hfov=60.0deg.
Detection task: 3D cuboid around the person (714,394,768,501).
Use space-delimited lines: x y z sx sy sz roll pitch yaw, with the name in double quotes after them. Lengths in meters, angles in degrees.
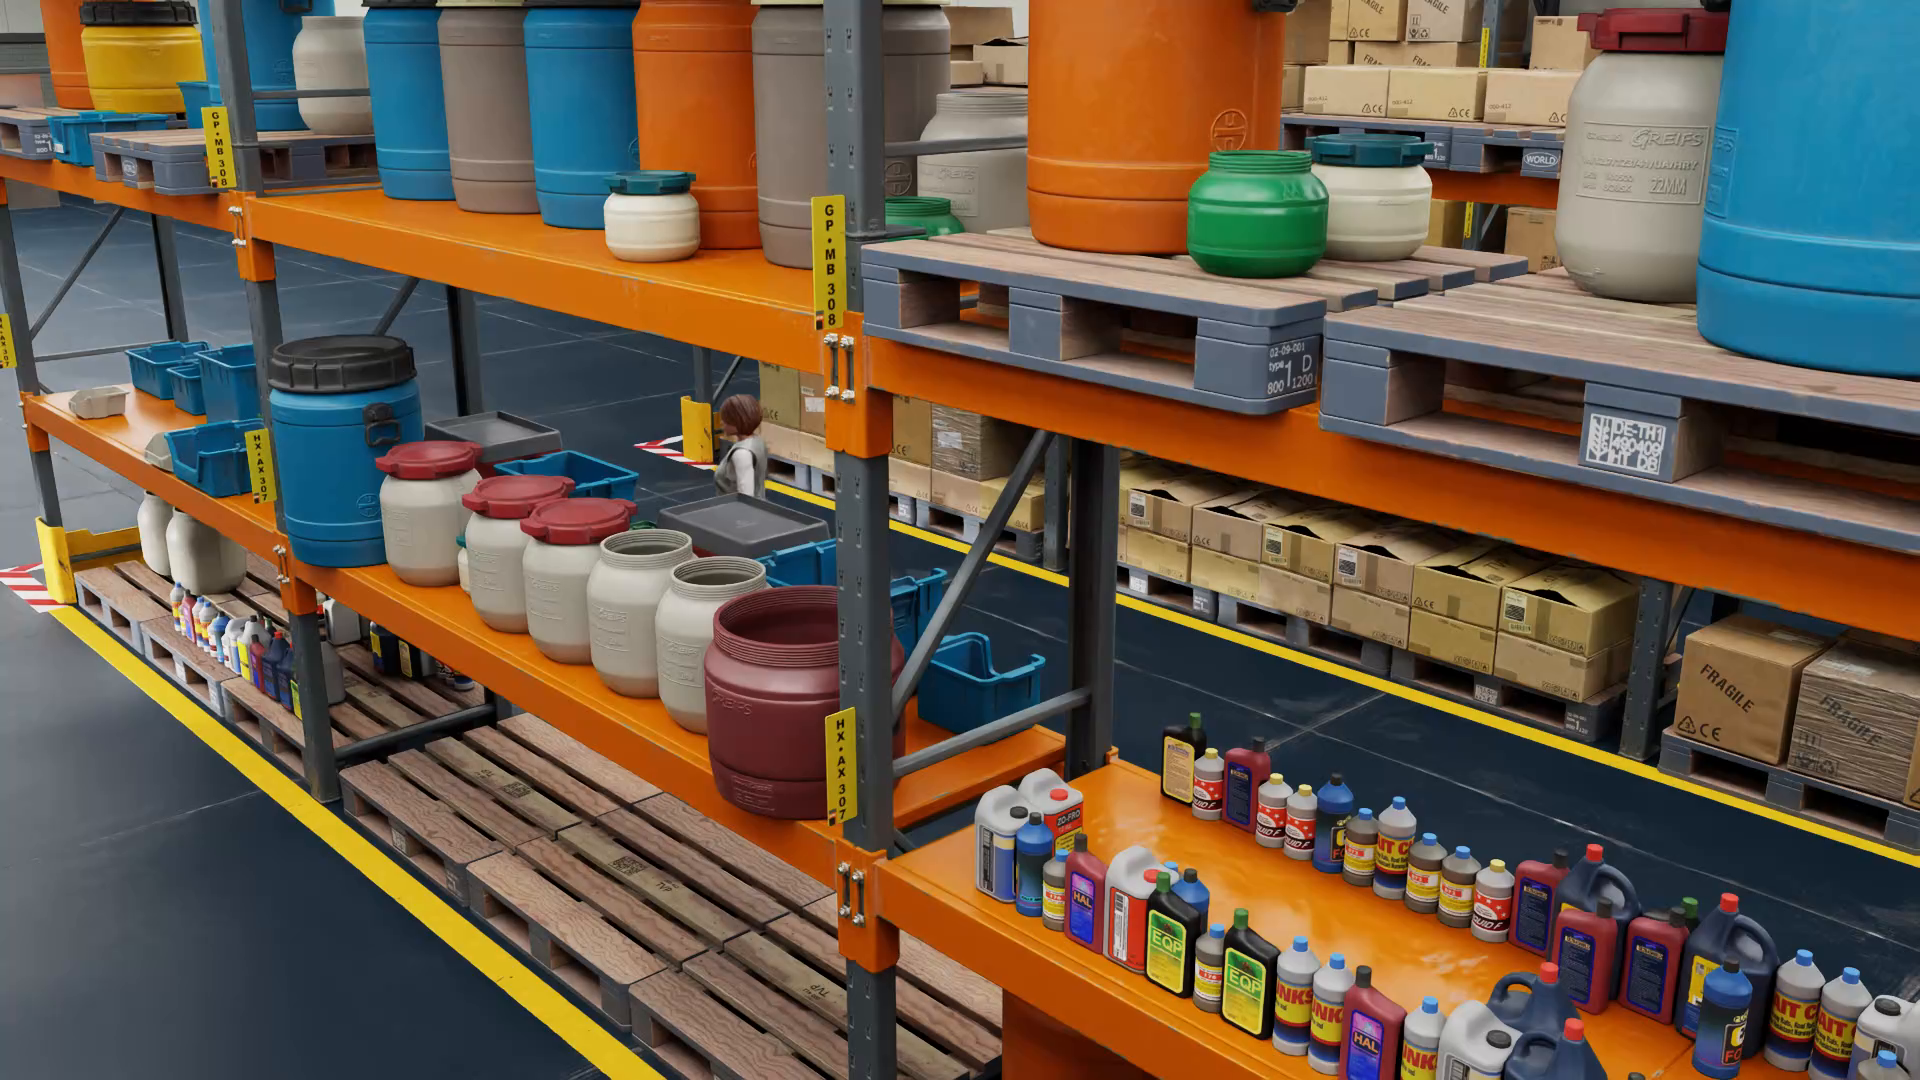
-1.215 0.014 9.055 0.411 1.630 0.457 1 18 4 "person"
